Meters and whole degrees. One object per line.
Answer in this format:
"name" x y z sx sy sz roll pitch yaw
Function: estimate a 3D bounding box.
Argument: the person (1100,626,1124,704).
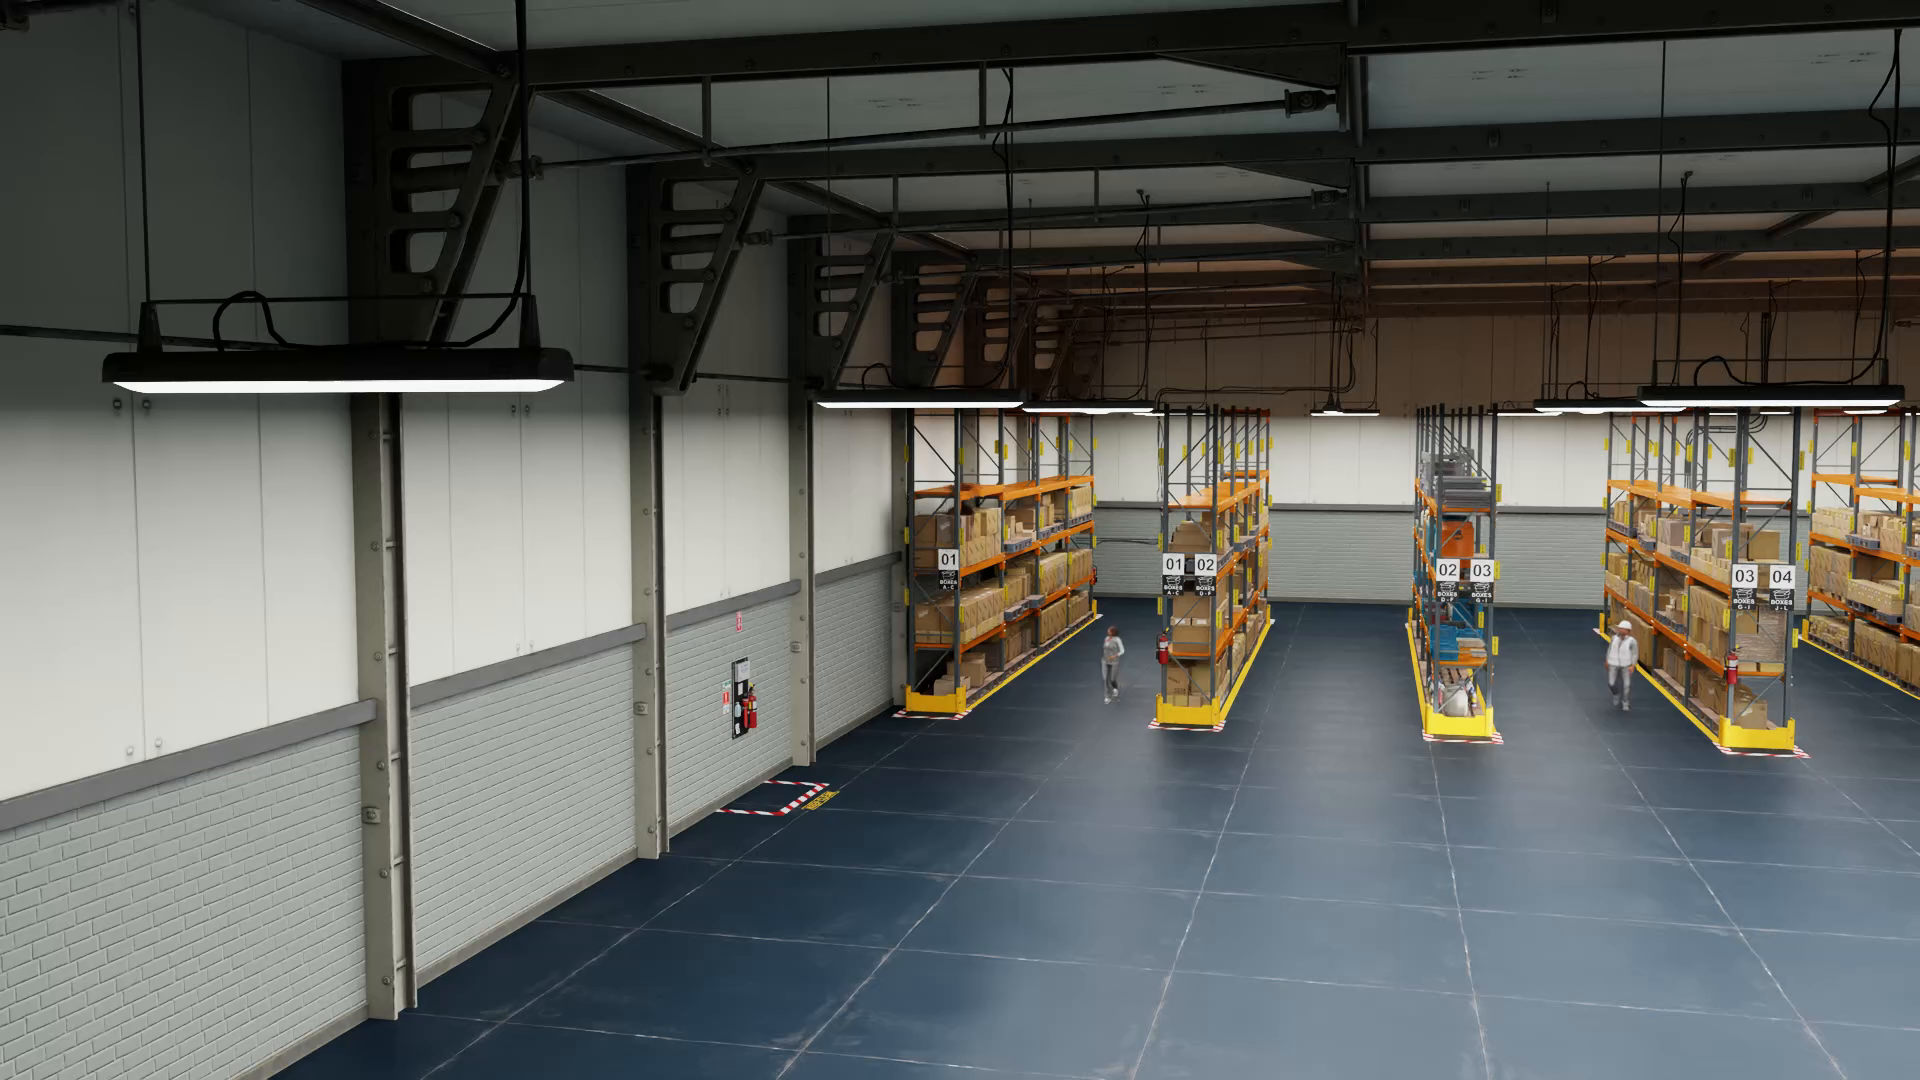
"person" 3.094 2.596 33.624 0.502 1.412 0.665 1 4 17

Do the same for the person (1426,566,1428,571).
"person" 13.982 1.268 48.955 0.716 1.792 0.445 0 4 -1

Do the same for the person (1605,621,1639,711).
"person" 13.016 2.466 32.704 0.586 1.760 0.645 1 4 18
